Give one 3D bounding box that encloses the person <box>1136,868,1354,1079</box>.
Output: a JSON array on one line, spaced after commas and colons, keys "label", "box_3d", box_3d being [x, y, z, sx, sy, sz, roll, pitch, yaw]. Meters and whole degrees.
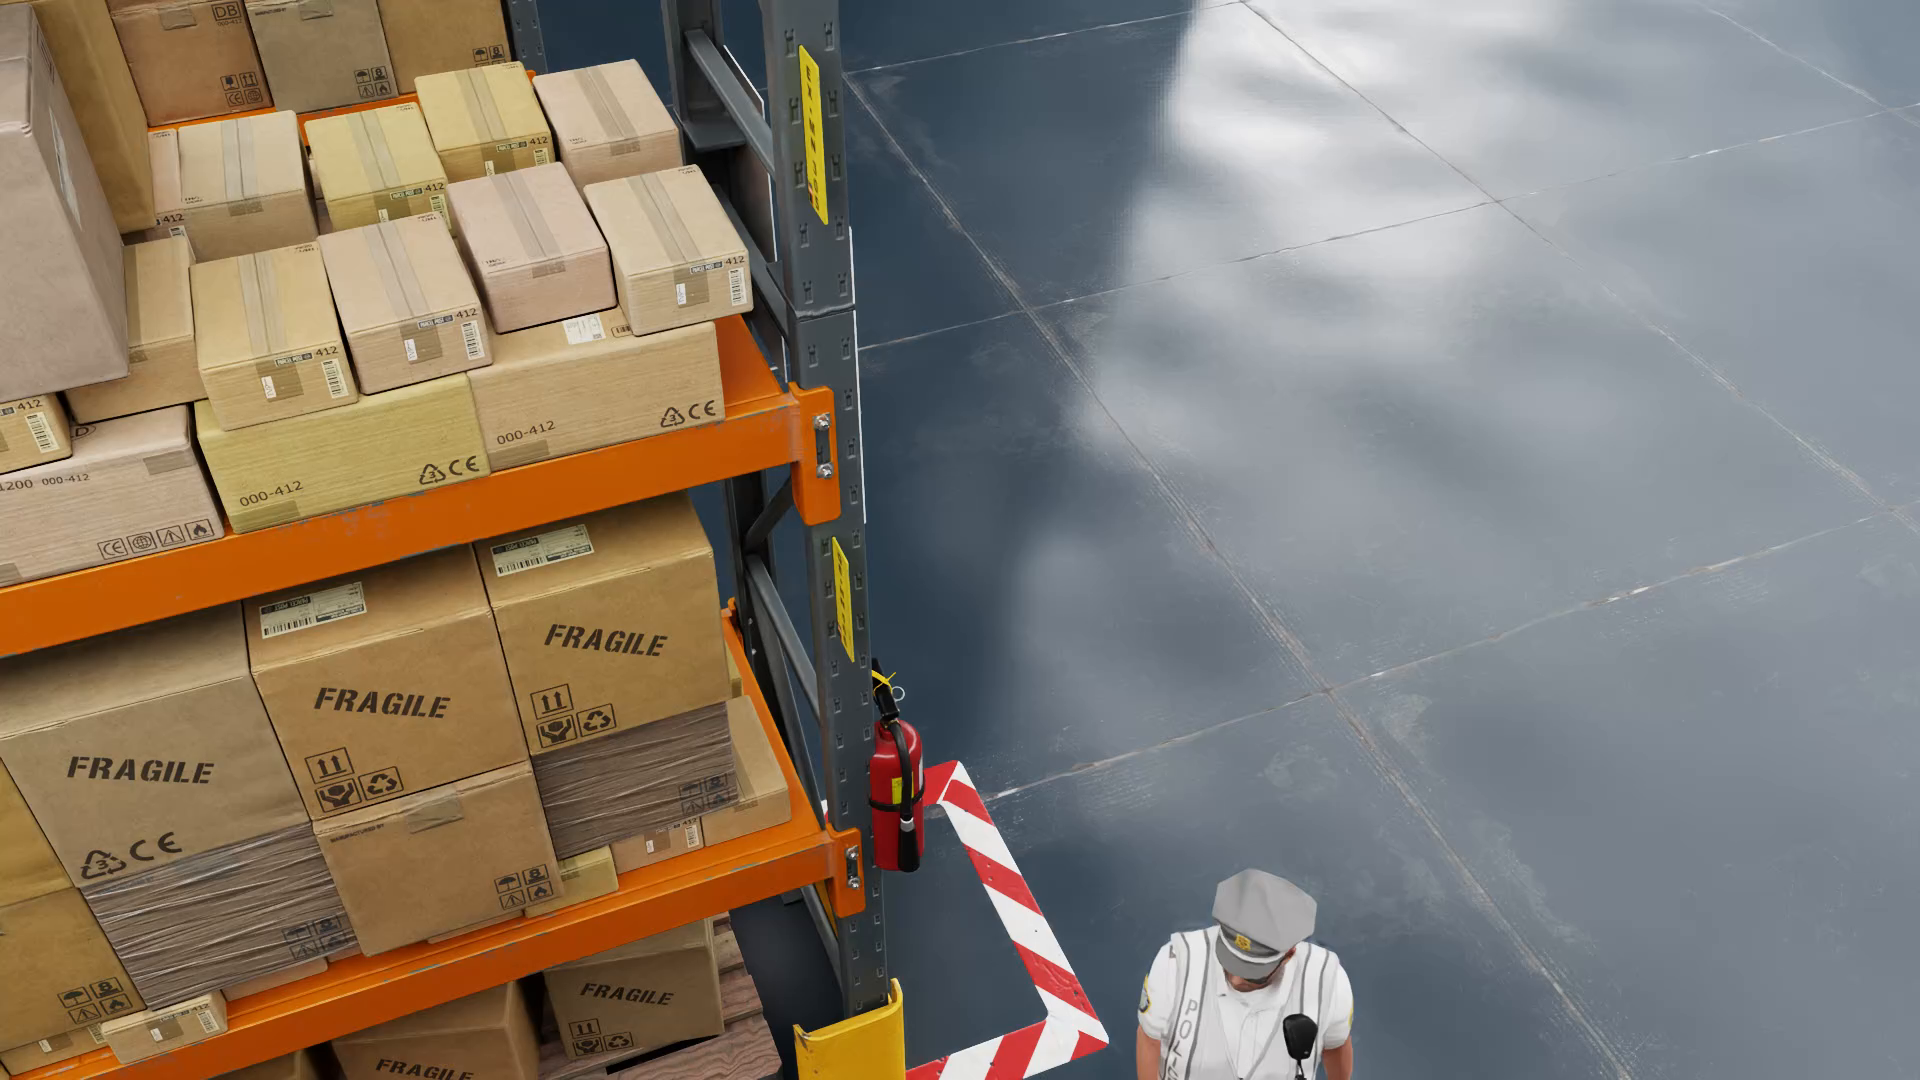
[{"label": "person", "box_3d": [0.756, 1.510, 4.447, 0.612, 1.714, 0.900, 6, 42, 7]}]
